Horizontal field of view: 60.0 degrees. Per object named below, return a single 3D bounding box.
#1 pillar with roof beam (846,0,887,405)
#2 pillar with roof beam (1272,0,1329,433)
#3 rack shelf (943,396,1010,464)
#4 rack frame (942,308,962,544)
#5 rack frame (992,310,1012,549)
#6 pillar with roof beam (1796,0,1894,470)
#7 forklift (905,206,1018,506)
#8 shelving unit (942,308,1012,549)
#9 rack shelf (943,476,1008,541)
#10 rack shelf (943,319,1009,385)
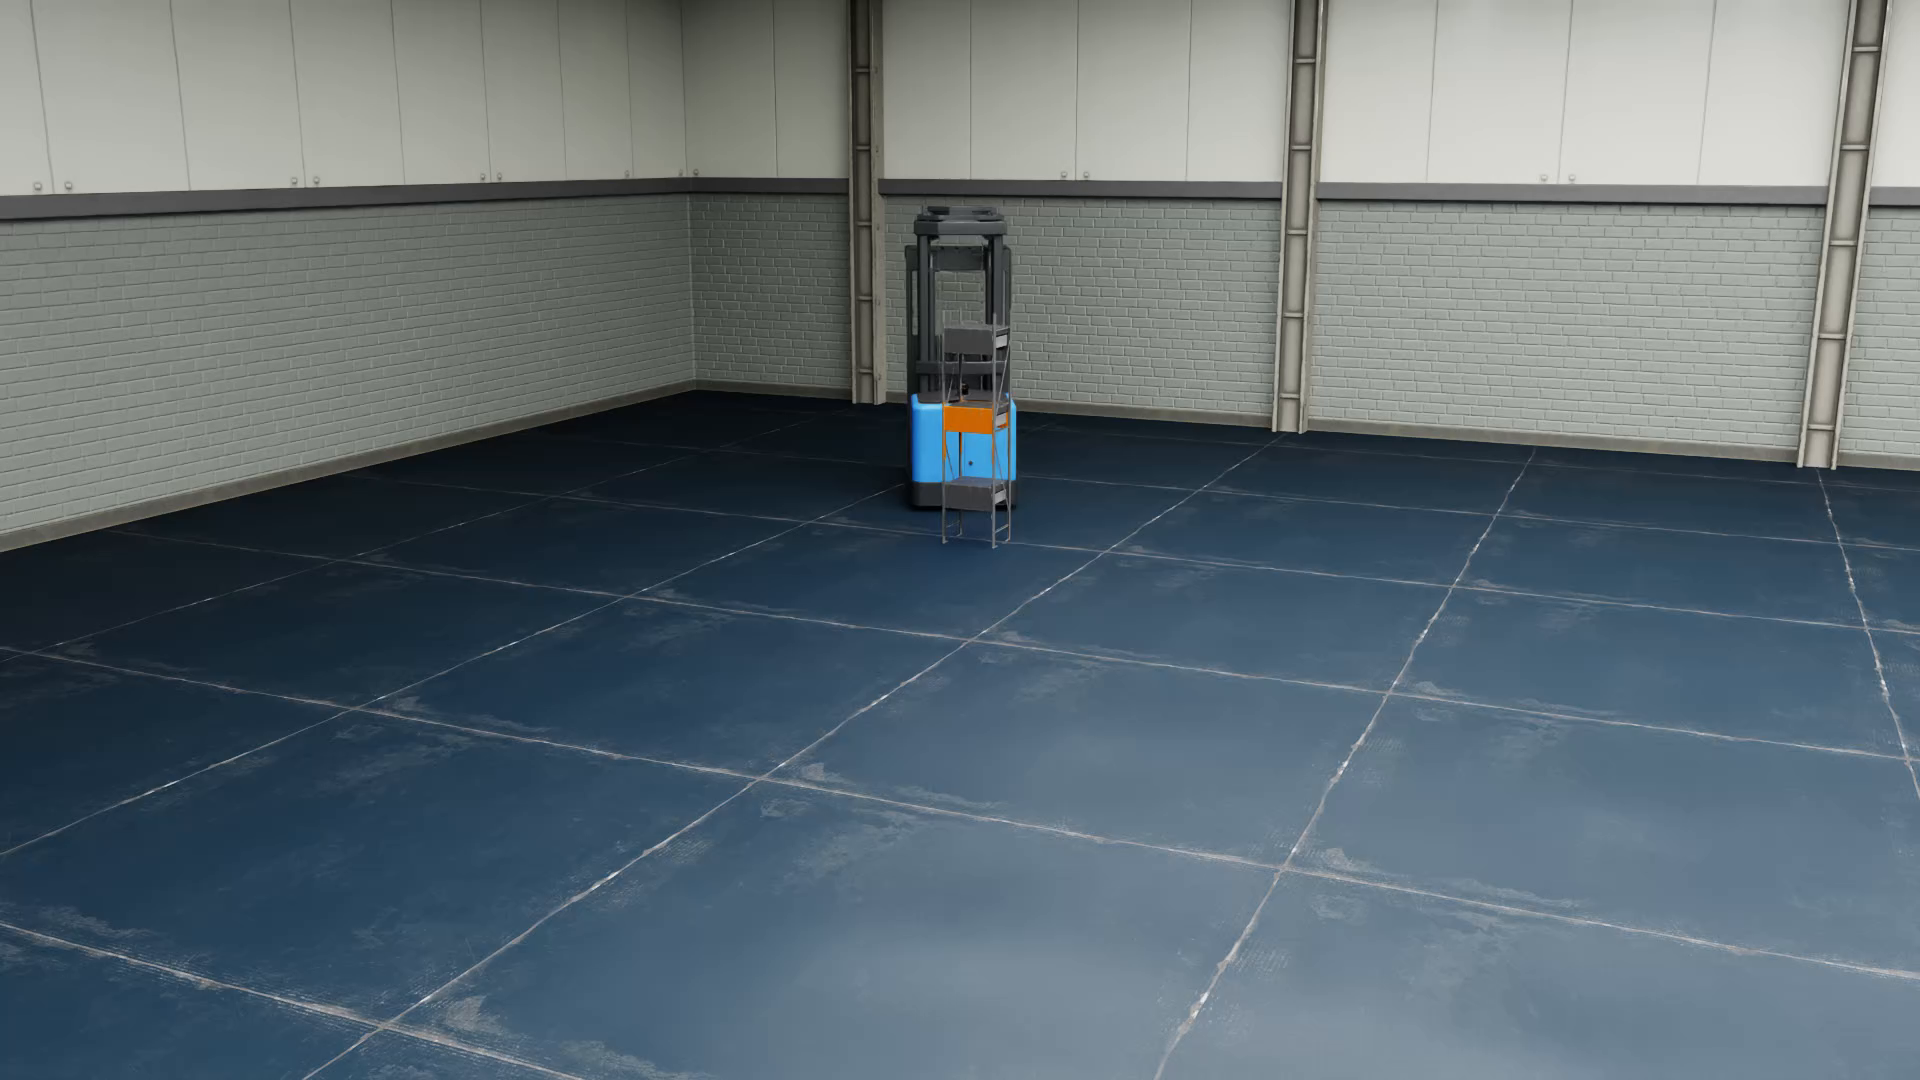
[{"bbox_3d":[-3.027,-5.431,18.697,0.400,9.000,9.100,6,14,23],"label":"pillar with roof beam"},{"bbox_3d":[2.459,-4.876,16.331,0.400,9.000,9.100,6,14,23],"label":"pillar with roof beam"},{"bbox_3d":[0.151,-0.994,14.948,0.480,0.518,0.431,6,14,23],"label":"rack shelf"},{"bbox_3d":[-0.072,-1.029,15.041,0.015,2.100,0.400,6,14,23],"label":"rack frame"},{"bbox_3d":[0.374,-0.984,14.849,0.015,2.100,0.400,6,14,23],"label":"rack frame"},{"bbox_3d":[7.945,-4.321,13.965,0.400,9.000,9.100,6,14,23],"label":"pillar with roof beam"},{"bbox_3d":[-0.025,-2.037,17.517,1.130,2.935,3.031,-1,13,-3],"label":"forklift"},{"bbox_3d":[0.151,-1.007,14.945,0.503,2.100,0.431,6,14,23],"label":"shelving unit"},{"bbox_3d":[0.151,-0.312,15.108,0.480,0.518,0.431,6,14,23],"label":"rack shelf"},{"bbox_3d":[0.151,-1.675,14.788,0.480,0.518,0.431,6,14,23],"label":"rack shelf"}]
